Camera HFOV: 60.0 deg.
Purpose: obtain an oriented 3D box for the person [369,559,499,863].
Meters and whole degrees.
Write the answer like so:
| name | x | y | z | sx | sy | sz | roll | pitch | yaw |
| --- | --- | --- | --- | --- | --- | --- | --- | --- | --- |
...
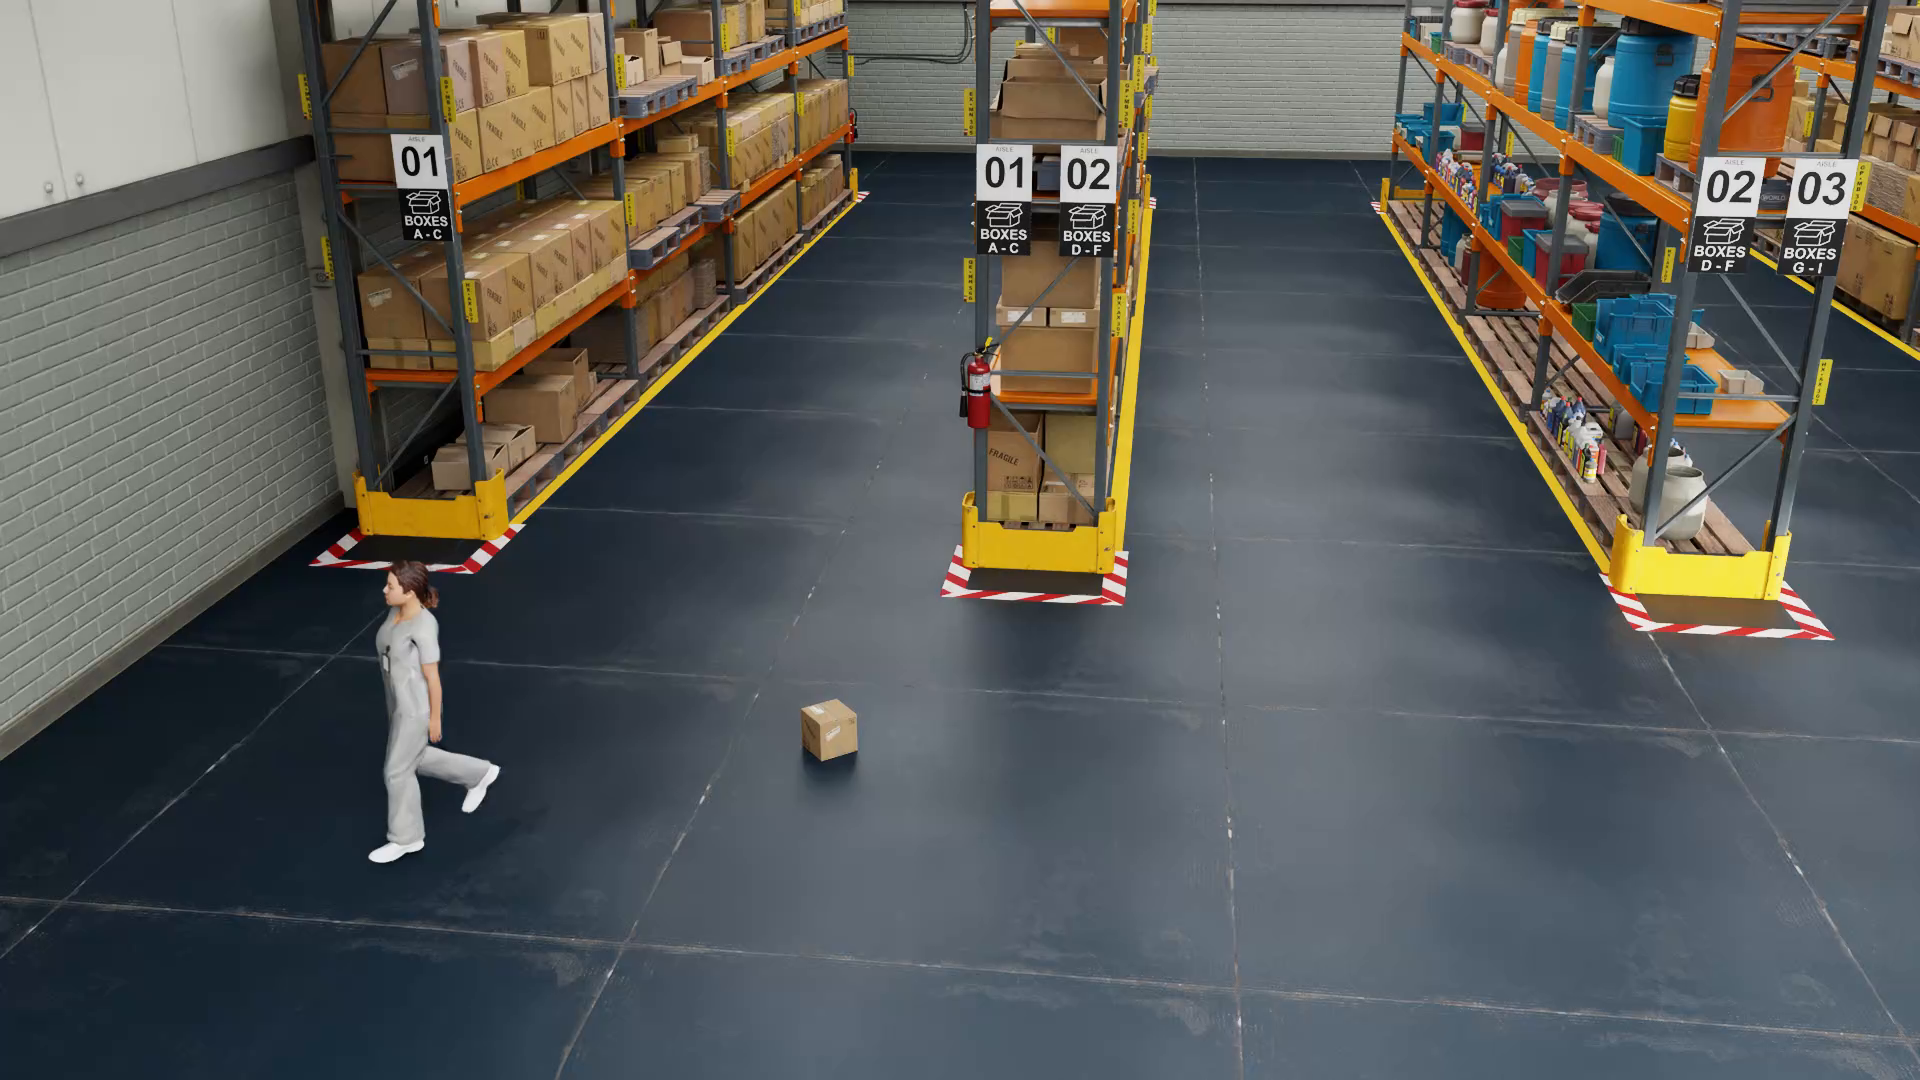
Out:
| name | x | y | z | sx | sy | sz | roll | pitch | yaw |
| --- | --- | --- | --- | --- | --- | --- | --- | --- | --- |
| person | -2.863 | 0.864 | 8.836 | 0.794 | 1.645 | 0.449 | -15 | 26 | -33 |
